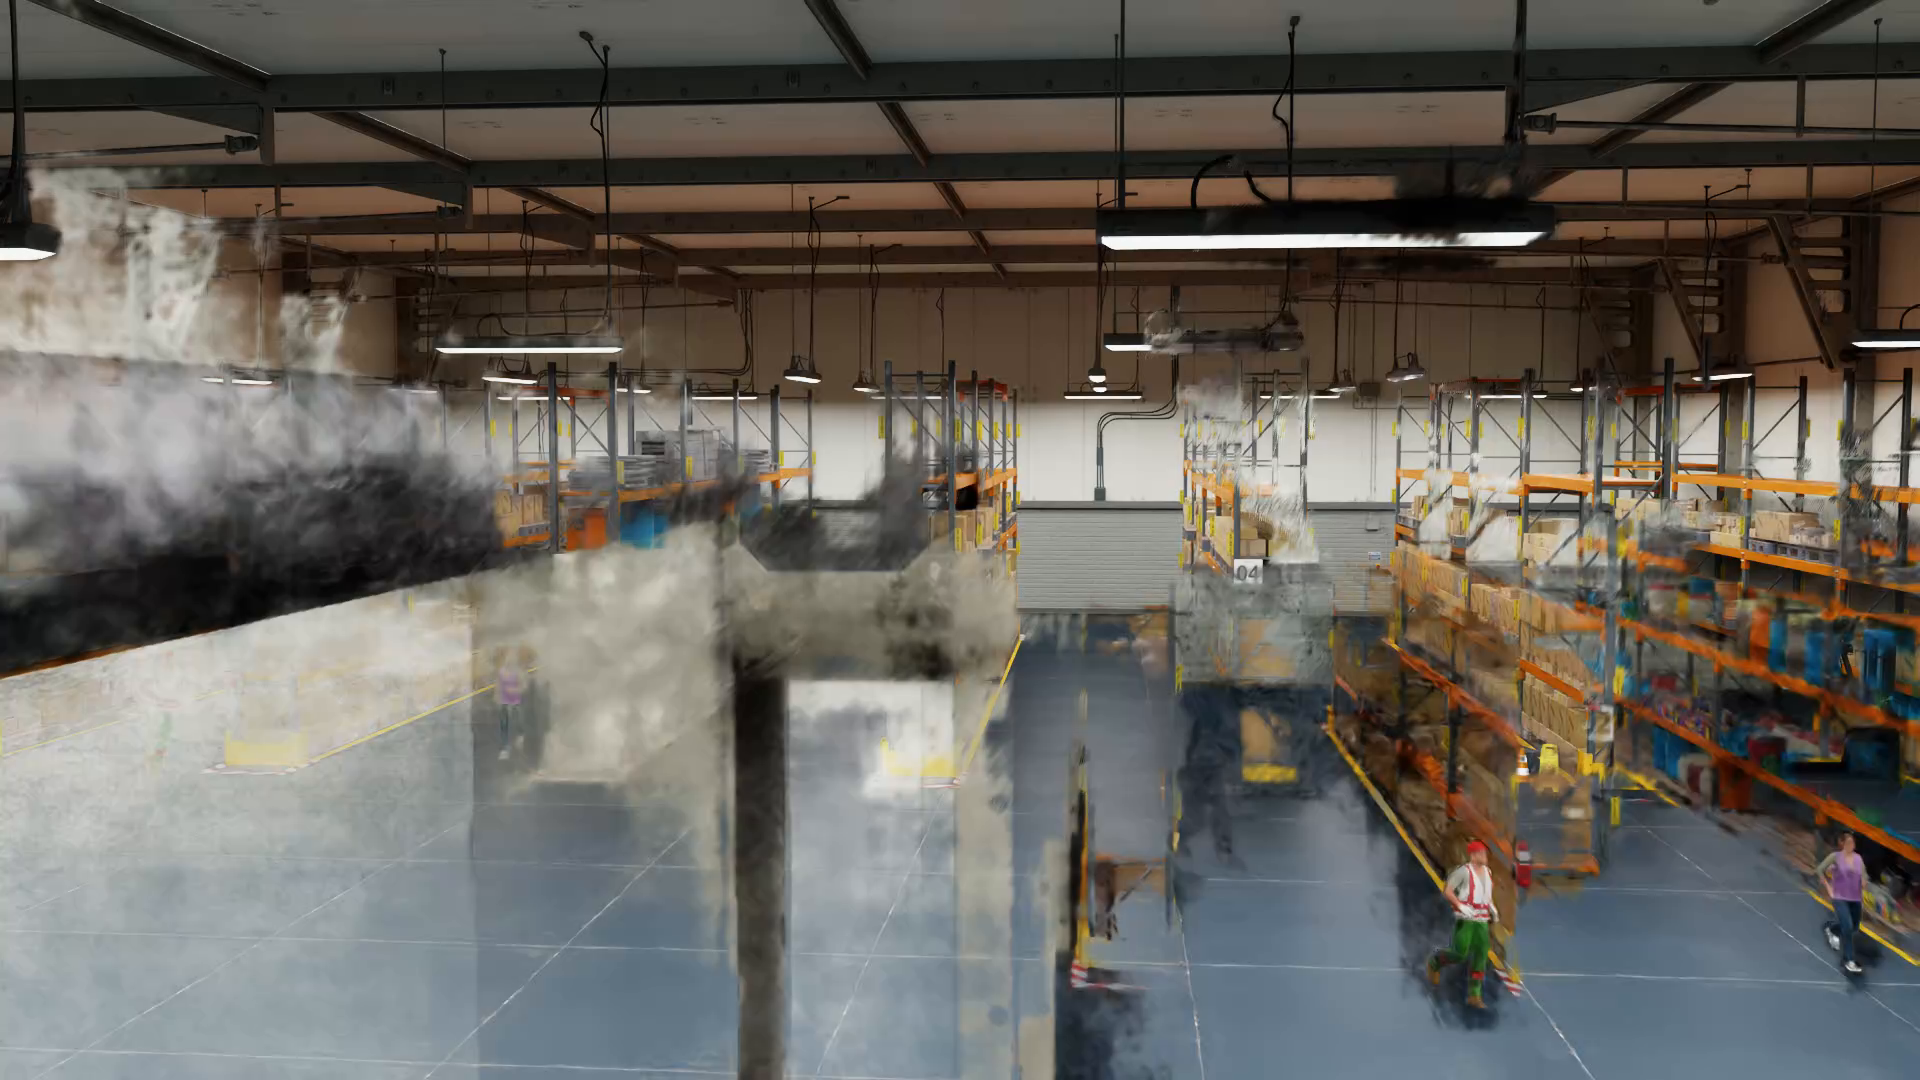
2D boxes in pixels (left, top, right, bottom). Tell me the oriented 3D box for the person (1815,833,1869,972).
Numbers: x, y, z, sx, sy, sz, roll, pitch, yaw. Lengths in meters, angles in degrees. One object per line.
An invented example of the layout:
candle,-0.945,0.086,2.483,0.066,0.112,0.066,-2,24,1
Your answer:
person,-6.925,2.527,25.539,0.554,1.569,0.810,0,4,-2

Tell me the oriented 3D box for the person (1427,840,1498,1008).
person,-11.647,2.518,24.403,0.719,1.741,0.928,-2,4,-22
